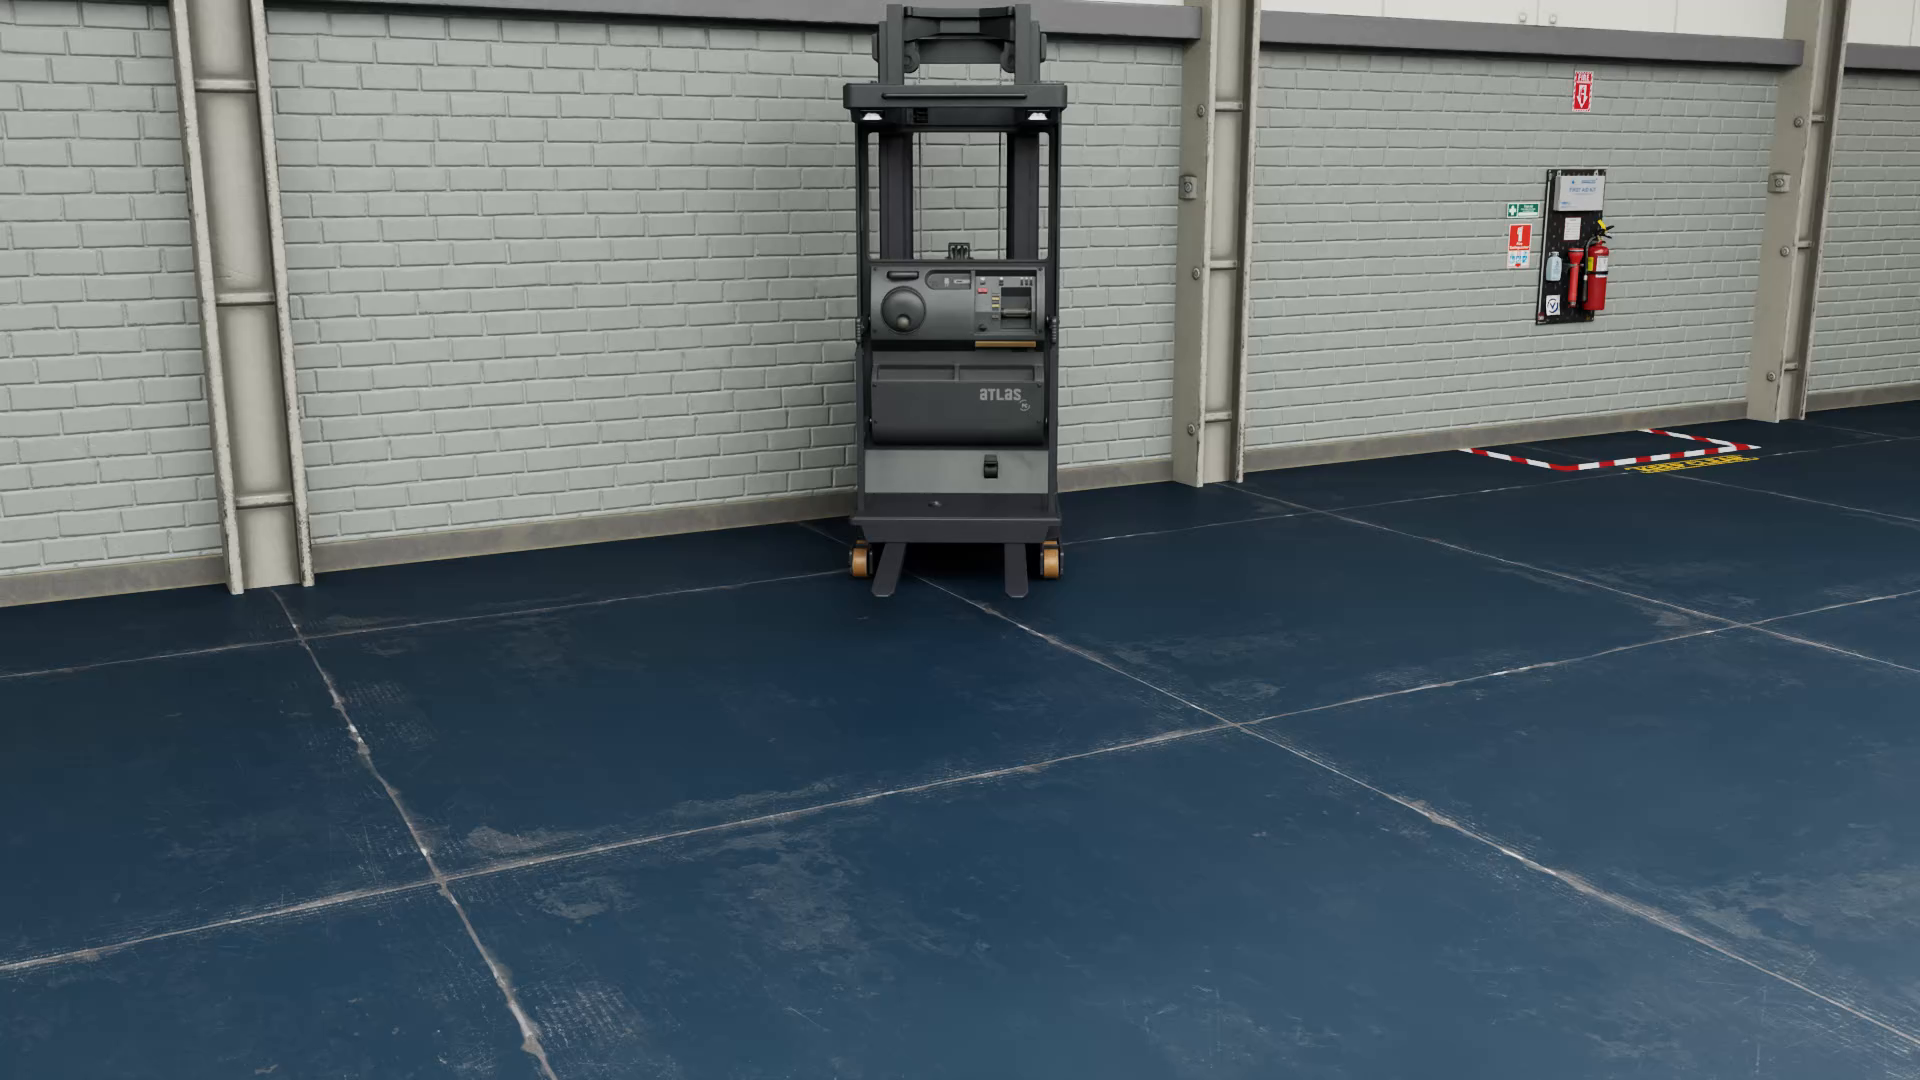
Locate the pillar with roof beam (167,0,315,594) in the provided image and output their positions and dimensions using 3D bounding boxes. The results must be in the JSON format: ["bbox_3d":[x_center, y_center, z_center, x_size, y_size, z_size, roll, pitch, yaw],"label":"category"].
[{"bbox_3d":[-1.511,-3.336,3.937,0.400,9.000,9.100,-7,14,-28],"label":"pillar with roof beam"}]

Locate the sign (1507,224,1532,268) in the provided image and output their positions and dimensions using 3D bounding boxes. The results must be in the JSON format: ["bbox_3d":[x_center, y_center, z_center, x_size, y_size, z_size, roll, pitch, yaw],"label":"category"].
[{"bbox_3d":[4.237,-2.228,12.595,0.234,0.329,0.001,-7,14,-28],"label":"sign"}]

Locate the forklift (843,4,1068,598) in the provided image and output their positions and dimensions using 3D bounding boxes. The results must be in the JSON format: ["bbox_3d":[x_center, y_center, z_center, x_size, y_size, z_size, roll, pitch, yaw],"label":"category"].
[{"bbox_3d":[-0.015,-1.292,8.673,1.130,2.935,3.031,0,13,1],"label":"forklift"}]

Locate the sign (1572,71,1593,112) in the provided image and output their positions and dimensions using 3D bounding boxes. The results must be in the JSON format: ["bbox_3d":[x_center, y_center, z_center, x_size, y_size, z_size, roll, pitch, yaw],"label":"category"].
[{"bbox_3d":[4.717,-3.398,12.596,0.199,0.298,0.001,-7,14,-28],"label":"sign"}]

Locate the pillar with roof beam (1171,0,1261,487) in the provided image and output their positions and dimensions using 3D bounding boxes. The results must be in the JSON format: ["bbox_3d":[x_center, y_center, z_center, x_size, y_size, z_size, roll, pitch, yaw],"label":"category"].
[{"bbox_3d":[3.756,-3.967,6.742,0.400,9.000,9.100,-7,14,-28],"label":"pillar with roof beam"}]

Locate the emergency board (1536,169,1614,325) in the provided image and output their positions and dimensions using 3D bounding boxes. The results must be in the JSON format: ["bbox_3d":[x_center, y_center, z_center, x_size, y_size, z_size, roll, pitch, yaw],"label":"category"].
[{"bbox_3d":[4.772,-2.249,12.769,0.643,1.169,0.194,-7,14,-28],"label":"emergency board"}]

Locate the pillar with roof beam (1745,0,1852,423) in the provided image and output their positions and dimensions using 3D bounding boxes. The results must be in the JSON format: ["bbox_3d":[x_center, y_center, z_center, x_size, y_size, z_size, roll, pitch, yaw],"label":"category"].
[{"bbox_3d":[9.022,-4.598,9.547,0.400,9.000,9.100,-7,14,-28],"label":"pillar with roof beam"}]

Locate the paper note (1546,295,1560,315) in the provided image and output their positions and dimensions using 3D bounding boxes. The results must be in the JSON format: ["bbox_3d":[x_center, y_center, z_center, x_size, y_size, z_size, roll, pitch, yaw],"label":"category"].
[{"bbox_3d":[4.583,-1.814,12.842,0.142,0.148,0.016,-7,14,-28],"label":"paper note"}]

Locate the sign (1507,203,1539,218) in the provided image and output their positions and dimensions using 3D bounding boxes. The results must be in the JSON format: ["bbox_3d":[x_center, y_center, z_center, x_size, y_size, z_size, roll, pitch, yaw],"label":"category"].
[{"bbox_3d":[4.245,-2.485,12.531,0.331,0.109,0.001,-7,14,-28],"label":"sign"}]
